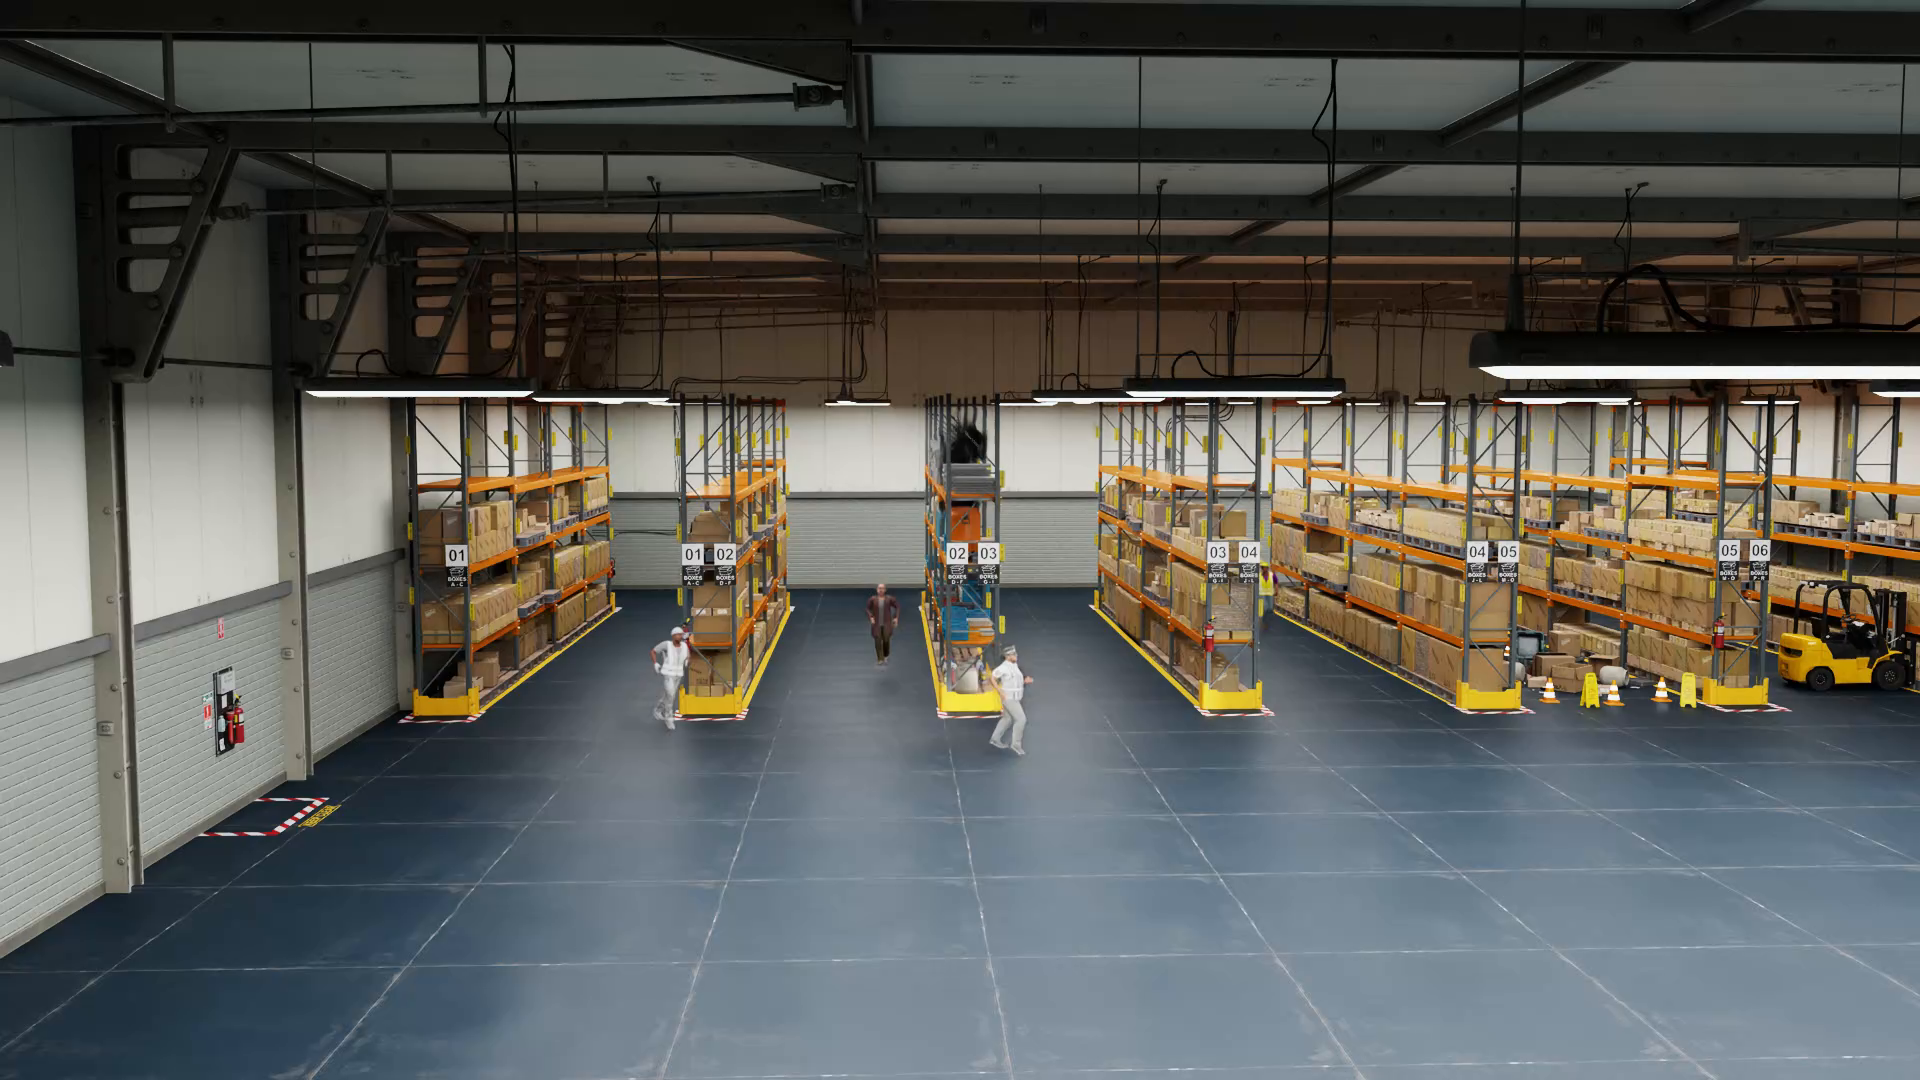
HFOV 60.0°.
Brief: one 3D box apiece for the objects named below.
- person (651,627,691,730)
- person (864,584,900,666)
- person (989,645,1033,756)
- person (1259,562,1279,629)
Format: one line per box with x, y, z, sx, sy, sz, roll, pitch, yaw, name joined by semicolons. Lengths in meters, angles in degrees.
-5.204;2.467;30.120;0.708;1.795;0.903;-4;6;-44;person
-1.640;1.795;35.043;0.759;1.753;0.610;0;5;1;person
0.848;2.667;27.619;0.769;1.848;0.632;1;5;17;person
7.972;1.442;43.369;0.698;1.729;0.546;0;5;1;person
